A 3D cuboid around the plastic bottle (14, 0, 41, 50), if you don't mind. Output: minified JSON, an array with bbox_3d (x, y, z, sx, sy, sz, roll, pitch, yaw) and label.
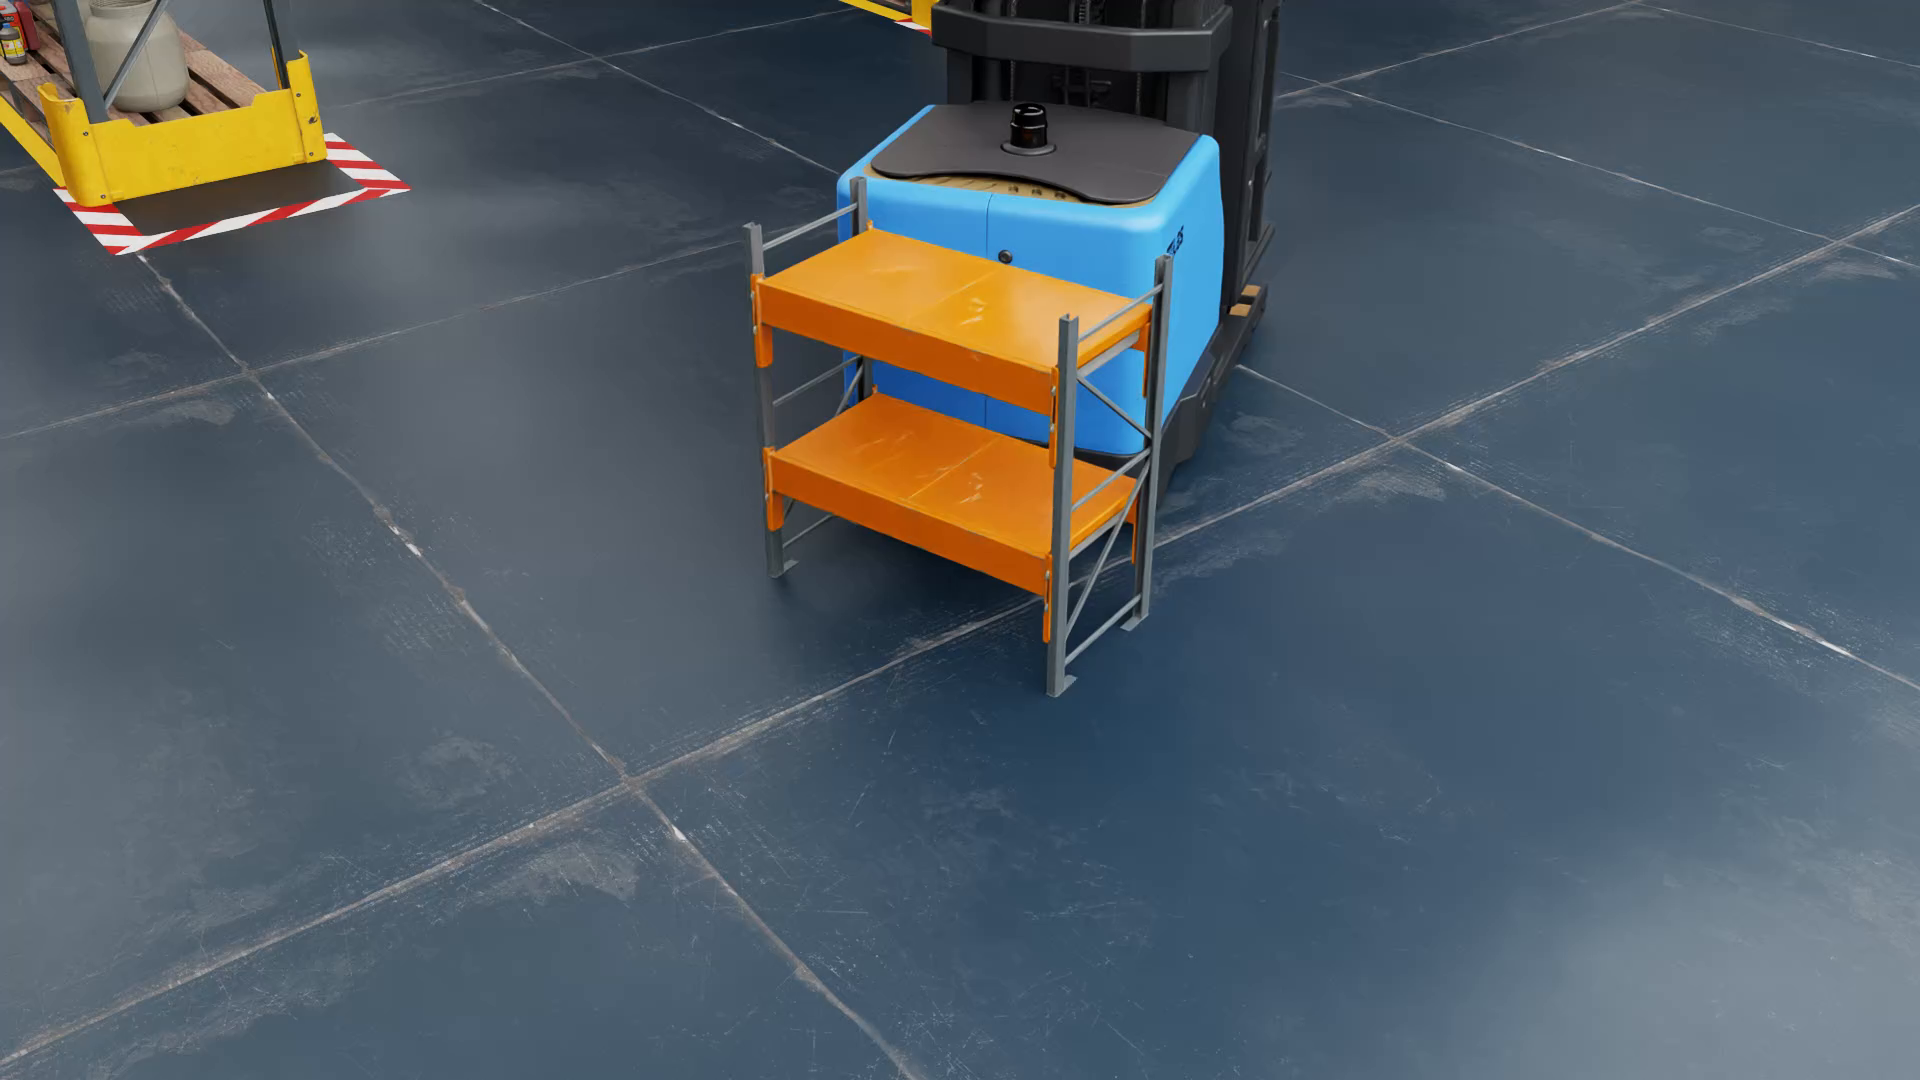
[{"bbox_3d":[-5.153,-2.860,9.170,0.061,0.283,0.133,-22,38,-31],"label":"plastic bottle"}]

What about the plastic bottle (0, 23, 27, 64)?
[{"bbox_3d":[-5.104,-2.677,8.952,0.097,0.201,0.097,0,32,0],"label":"plastic bottle"}]

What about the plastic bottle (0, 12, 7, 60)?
[{"bbox_3d":[-5.190,-2.754,8.999,0.061,0.283,0.133,-21,38,-30],"label":"plastic bottle"}]

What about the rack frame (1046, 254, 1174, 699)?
[{"bbox_3d":[0.395,-0.154,4.432,0.032,1.125,0.500,21,38,30],"label":"rack frame"}]

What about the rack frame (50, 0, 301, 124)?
[{"bbox_3d":[-3.631,-3.055,7.326,1.000,3.000,0.127,-22,38,-31],"label":"rack frame"}]

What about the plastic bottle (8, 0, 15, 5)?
[{"bbox_3d":[-5.358,-2.974,9.430,0.097,0.201,0.097,0,32,0],"label":"plastic bottle"}]

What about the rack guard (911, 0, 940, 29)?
[{"bbox_3d":[0.234,-3.627,10.616,1.175,0.500,0.348,-22,38,-31],"label":"rack guard"}]

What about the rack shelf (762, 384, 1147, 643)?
[{"bbox_3d":[-0.016,-0.104,4.814,1.000,0.278,0.538,21,38,30],"label":"rack shelf"}]

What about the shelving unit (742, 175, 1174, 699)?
[{"bbox_3d":[-0.016,-0.311,4.685,1.048,1.125,0.538,21,38,30],"label":"shelving unit"}]

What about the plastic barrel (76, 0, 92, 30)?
[{"bbox_3d":[-4.403,-2.635,8.610,0.421,0.512,0.421,0,32,0],"label":"plastic barrel"}]

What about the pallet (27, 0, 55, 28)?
[{"bbox_3d":[-5.705,-3.244,10.273,1.003,0.211,1.213,-22,38,-31],"label":"pallet"}]

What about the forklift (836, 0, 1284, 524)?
[{"bbox_3d":[0.586,-2.062,5.792,1.130,2.935,3.031,11,33,17],"label":"forklift"}]

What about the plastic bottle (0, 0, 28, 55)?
[{"bbox_3d":[-5.237,-2.822,9.116,0.152,0.276,0.135,-22,38,-31],"label":"plastic bottle"}]

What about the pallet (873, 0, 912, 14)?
[{"bbox_3d":[-0.236,-3.855,11.256,1.003,0.211,1.213,-22,38,-31],"label":"pallet"}]

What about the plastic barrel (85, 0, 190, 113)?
[{"bbox_3d":[-4.095,-2.426,8.273,0.421,0.512,0.421,0,32,0],"label":"plastic barrel"}]

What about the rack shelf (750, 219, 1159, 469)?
[{"bbox_3d":[-0.016,-0.560,4.531,1.000,0.278,0.538,21,38,30],"label":"rack shelf"}]

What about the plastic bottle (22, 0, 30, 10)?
[{"bbox_3d":[-5.439,-3.084,9.537,0.152,0.276,0.135,-22,38,-31],"label":"plastic bottle"}]

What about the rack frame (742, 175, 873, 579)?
[{"bbox_3d":[-0.428,-0.469,4.939,0.032,1.125,0.500,21,38,30],"label":"rack frame"}]
